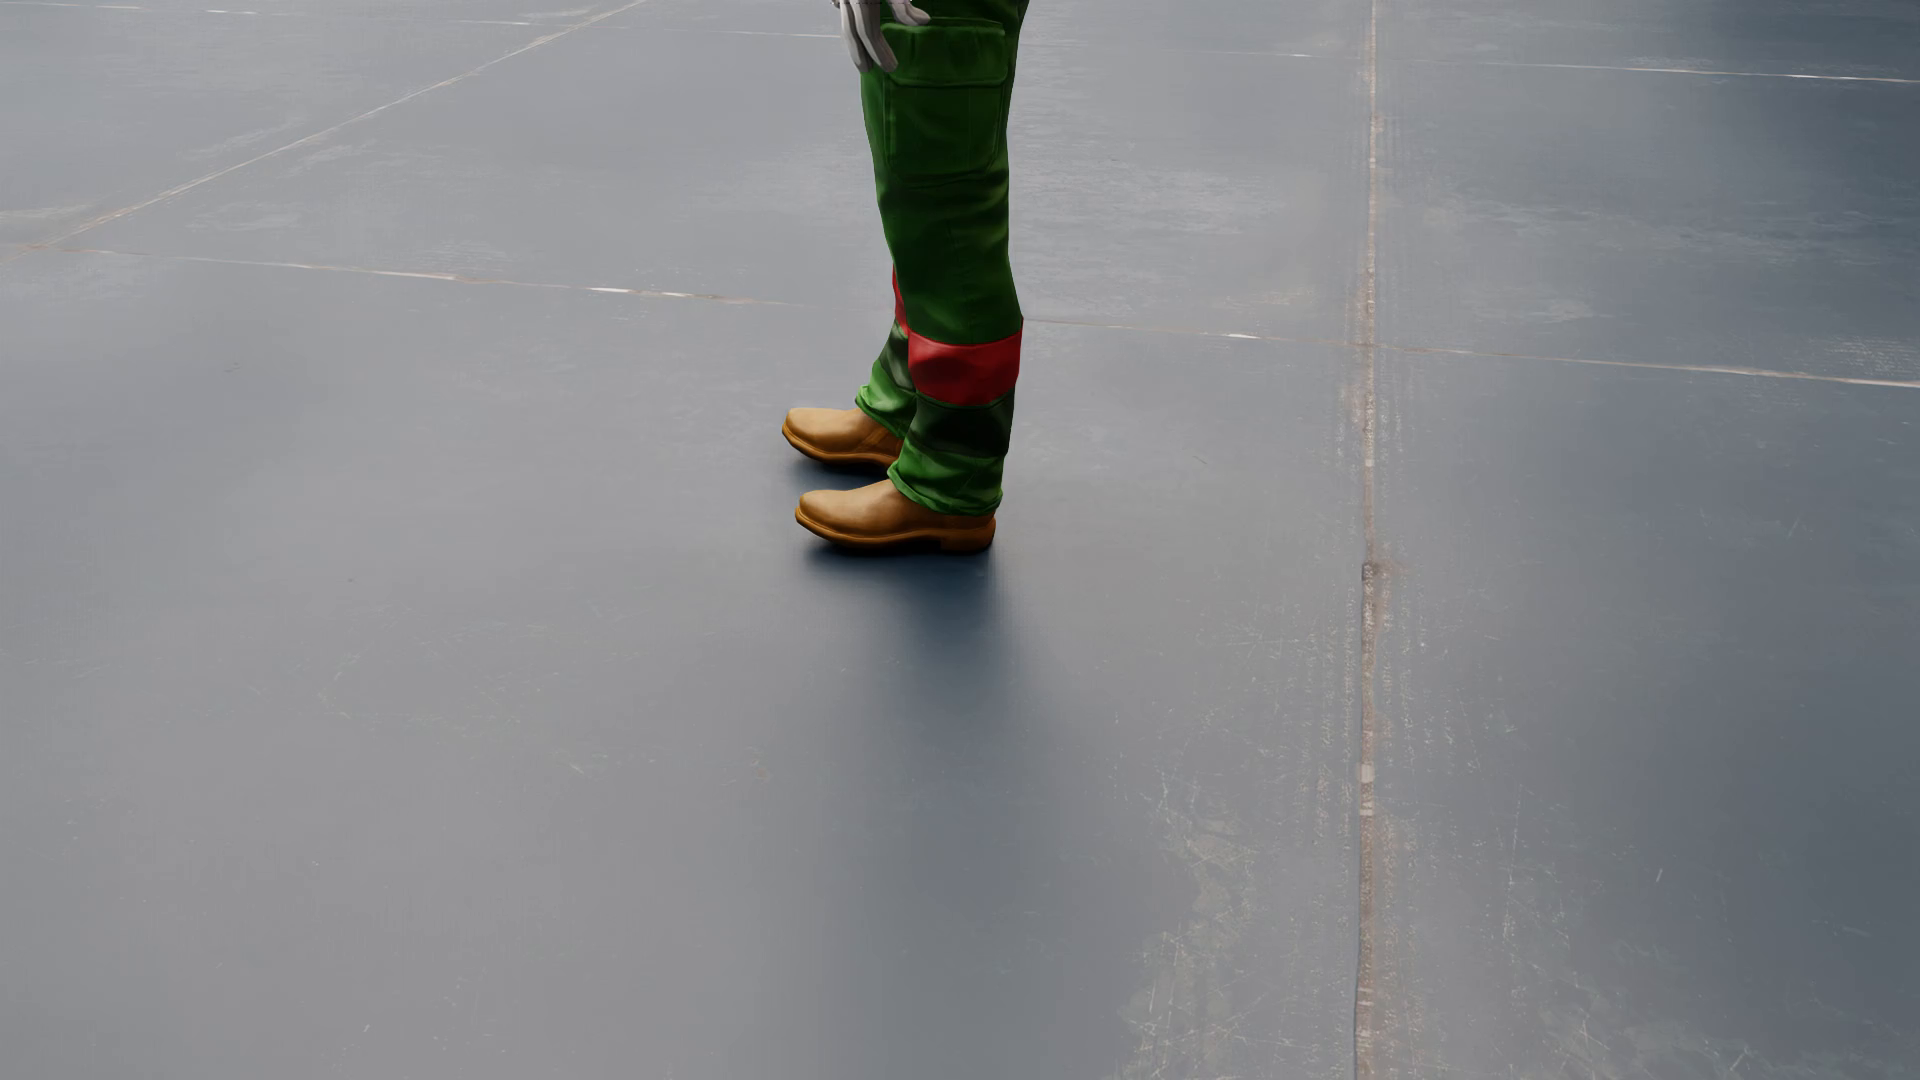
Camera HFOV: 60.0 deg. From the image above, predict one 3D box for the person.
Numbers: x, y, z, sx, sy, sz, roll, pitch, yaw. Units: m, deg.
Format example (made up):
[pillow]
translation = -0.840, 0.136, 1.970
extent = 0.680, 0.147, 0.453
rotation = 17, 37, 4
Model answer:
[person]
translation = -0.077, -0.818, 2.119
extent = 0.562, 1.789, 0.638
rotation = 6, 27, 11
